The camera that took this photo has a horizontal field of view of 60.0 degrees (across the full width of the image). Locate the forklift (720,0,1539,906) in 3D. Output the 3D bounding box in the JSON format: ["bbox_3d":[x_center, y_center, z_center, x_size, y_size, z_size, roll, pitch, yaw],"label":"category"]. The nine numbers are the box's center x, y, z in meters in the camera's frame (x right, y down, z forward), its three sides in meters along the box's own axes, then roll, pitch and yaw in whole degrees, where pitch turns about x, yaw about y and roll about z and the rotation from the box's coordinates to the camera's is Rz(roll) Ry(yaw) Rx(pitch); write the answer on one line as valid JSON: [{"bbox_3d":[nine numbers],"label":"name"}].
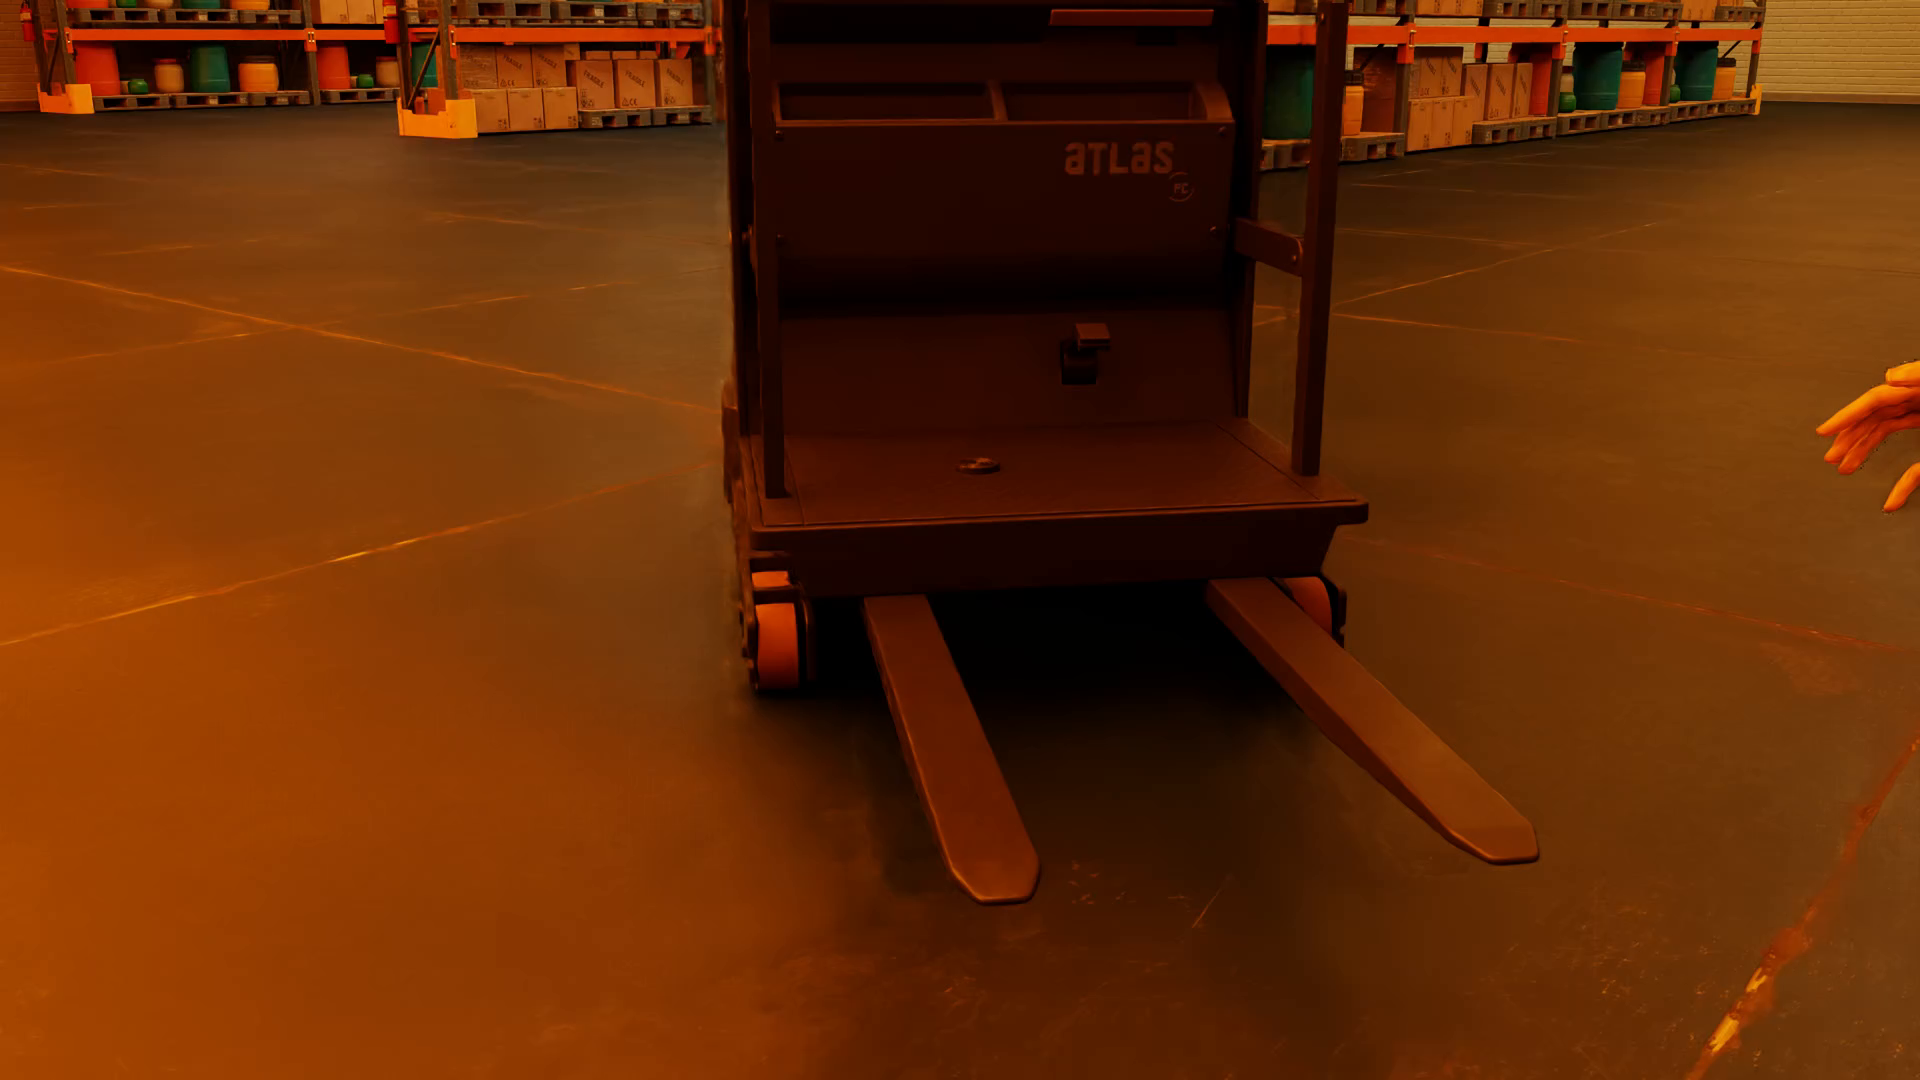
[{"bbox_3d":[0.114,-1.236,2.969,1.130,2.935,3.031,-3,17,-9],"label":"forklift"}]
